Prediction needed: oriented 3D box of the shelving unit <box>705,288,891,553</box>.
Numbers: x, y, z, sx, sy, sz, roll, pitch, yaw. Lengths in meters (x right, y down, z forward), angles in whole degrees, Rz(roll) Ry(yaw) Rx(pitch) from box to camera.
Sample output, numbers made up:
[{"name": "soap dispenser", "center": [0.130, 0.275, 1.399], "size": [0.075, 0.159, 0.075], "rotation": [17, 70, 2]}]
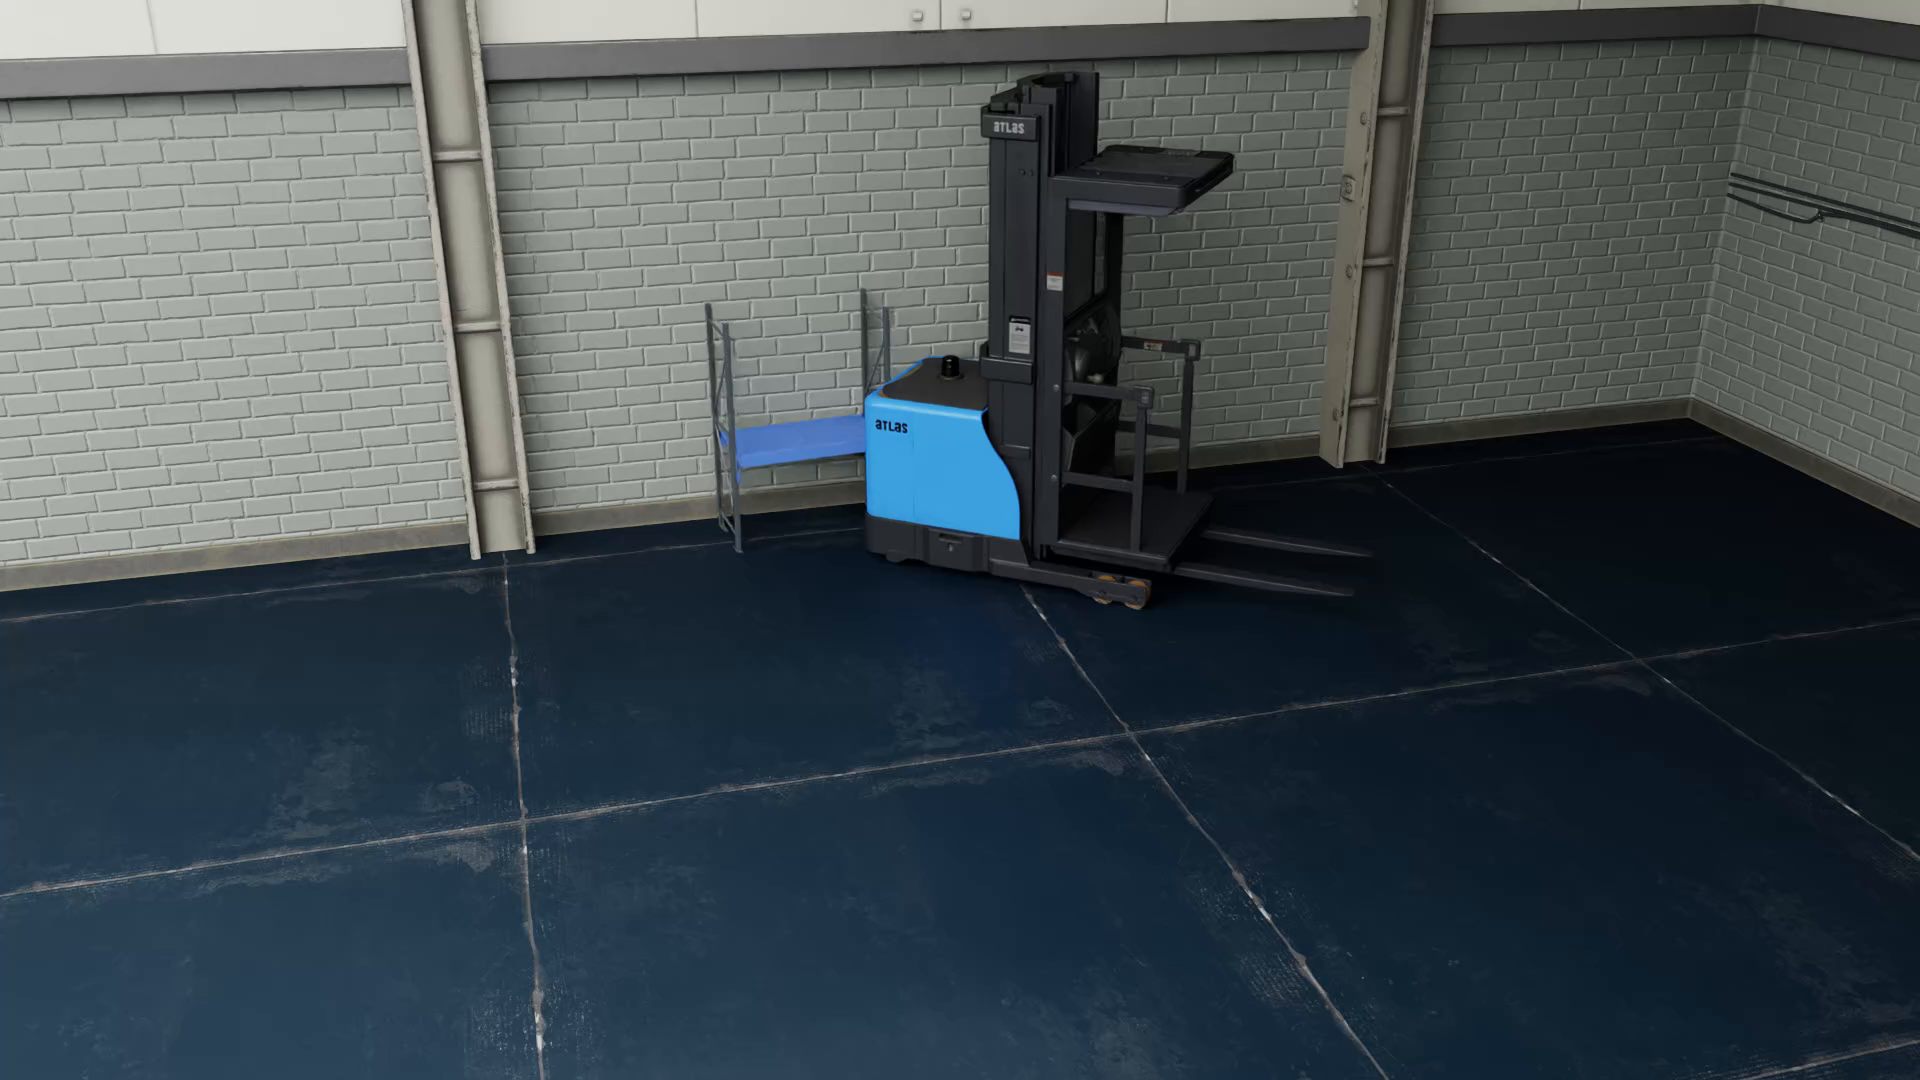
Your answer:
[{"name": "shelving unit", "center": [-1.014, -0.771, 10.645], "size": [1.048, 1.500, 0.538], "rotation": [-9, 25, -19]}]

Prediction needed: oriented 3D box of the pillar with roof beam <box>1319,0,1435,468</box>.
[{"name": "pillar with roof beam", "center": [4.017, -3.096, 6.554], "size": [0.400, 9.000, 9.100], "rotation": [-6, 24, -14]}]

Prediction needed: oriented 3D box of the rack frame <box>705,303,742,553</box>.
[{"name": "rack frame", "center": [-1.488, -0.699, 10.476], "size": [0.032, 1.500, 0.500], "rotation": [-9, 25, -19]}]

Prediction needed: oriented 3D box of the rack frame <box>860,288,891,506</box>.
[{"name": "rack frame", "center": [-0.540, -0.843, 10.813], "size": [0.032, 1.500, 0.500], "rotation": [-9, 25, -19]}]

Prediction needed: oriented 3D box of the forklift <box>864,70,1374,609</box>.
[{"name": "forklift", "center": [0.971, -1.177, 9.777], "size": [3.031, 2.935, 1.130], "rotation": [9, 25, 21]}]

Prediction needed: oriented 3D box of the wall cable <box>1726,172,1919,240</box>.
[{"name": "wall cable", "center": [6.048, -3.116, 10.537], "size": [0.112, 2.526, 3.097], "rotation": [-6, 24, -14]}]

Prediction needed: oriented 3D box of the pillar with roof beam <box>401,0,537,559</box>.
[{"name": "pillar with roof beam", "center": [-1.760, -2.457, 5.065], "size": [0.400, 9.000, 9.100], "rotation": [-6, 24, -14]}]

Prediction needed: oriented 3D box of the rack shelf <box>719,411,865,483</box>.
[{"name": "rack shelf", "center": [-1.014, -0.606, 10.716], "size": [1.000, 0.185, 0.538], "rotation": [-9, 25, -19]}]
